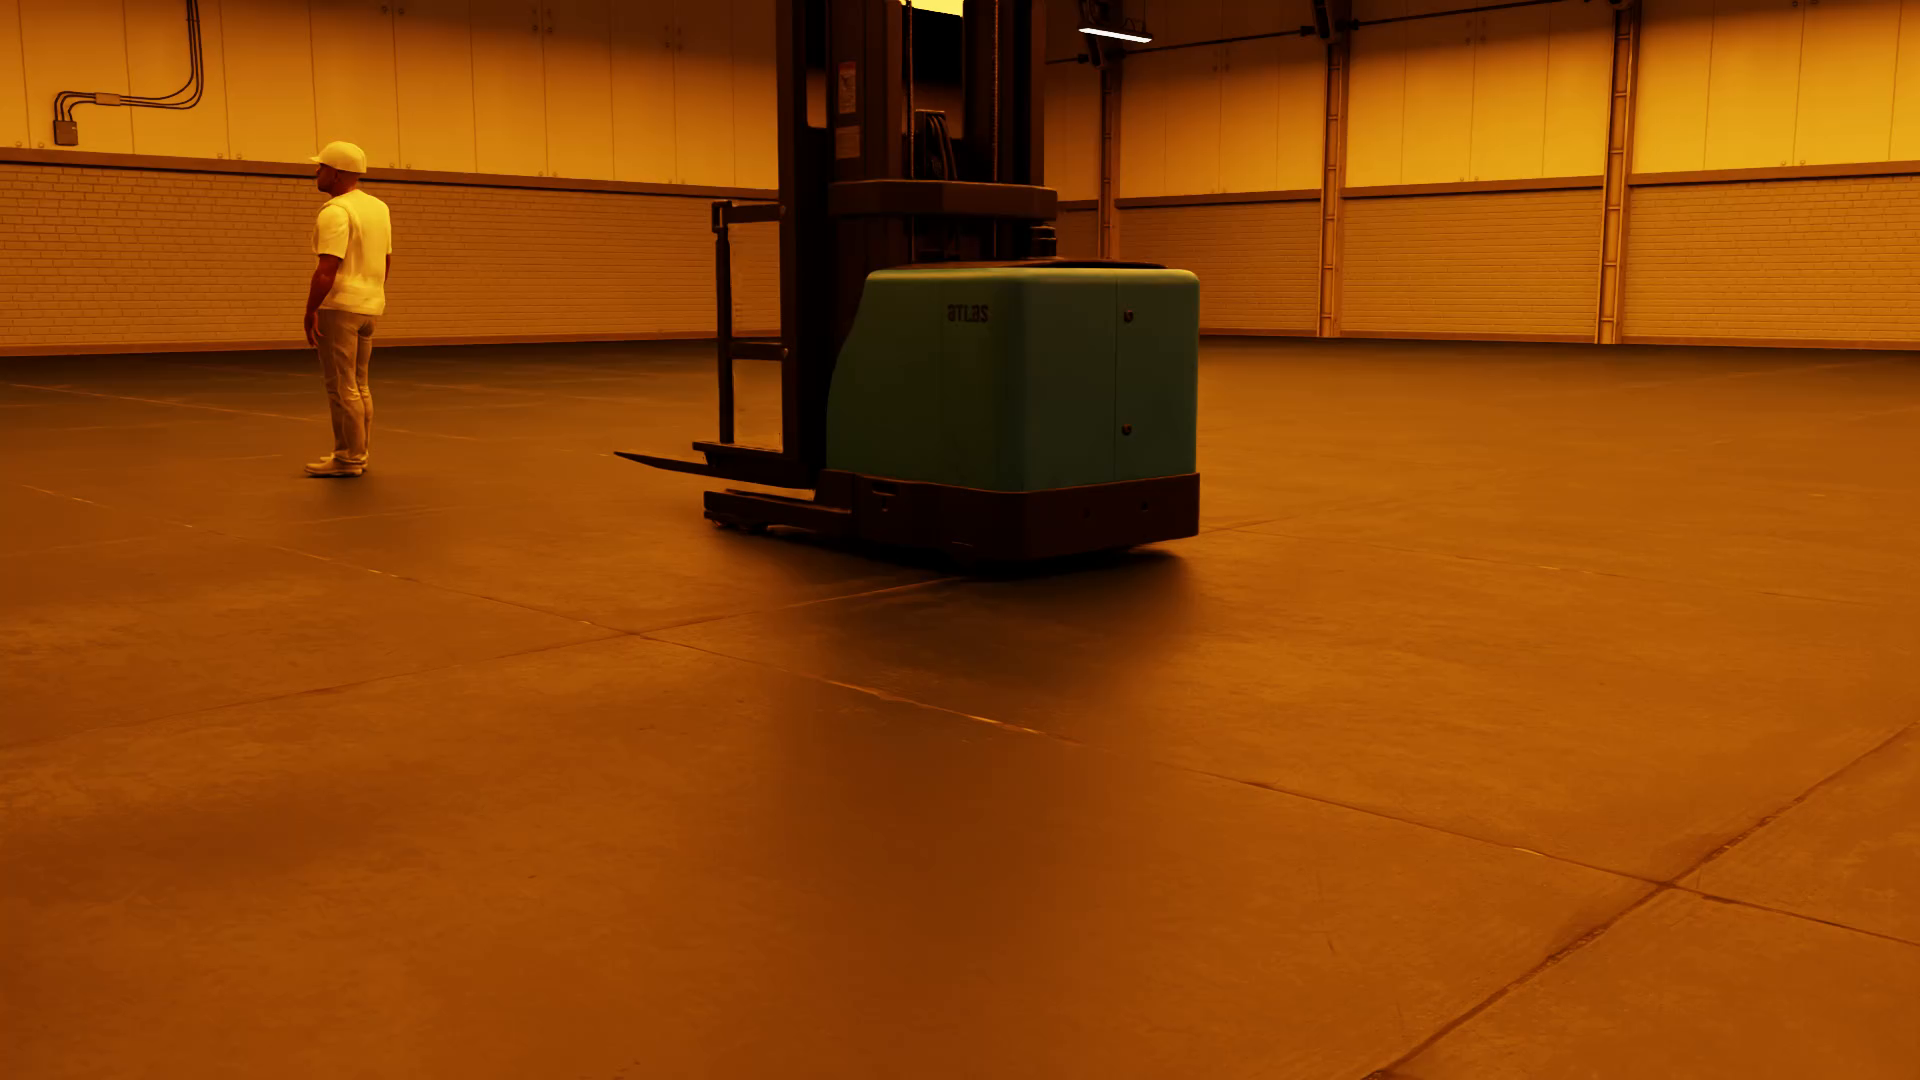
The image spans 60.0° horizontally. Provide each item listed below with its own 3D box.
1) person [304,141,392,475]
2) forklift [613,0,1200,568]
[{"bbox_3d":[-3.364,-1.232,8.930,0.570,1.767,0.665,1,9,9],"label":"person"},{"bbox_3d":[-0.434,-1.519,6.960,1.130,2.935,3.031,-7,11,-41],"label":"forklift"}]
